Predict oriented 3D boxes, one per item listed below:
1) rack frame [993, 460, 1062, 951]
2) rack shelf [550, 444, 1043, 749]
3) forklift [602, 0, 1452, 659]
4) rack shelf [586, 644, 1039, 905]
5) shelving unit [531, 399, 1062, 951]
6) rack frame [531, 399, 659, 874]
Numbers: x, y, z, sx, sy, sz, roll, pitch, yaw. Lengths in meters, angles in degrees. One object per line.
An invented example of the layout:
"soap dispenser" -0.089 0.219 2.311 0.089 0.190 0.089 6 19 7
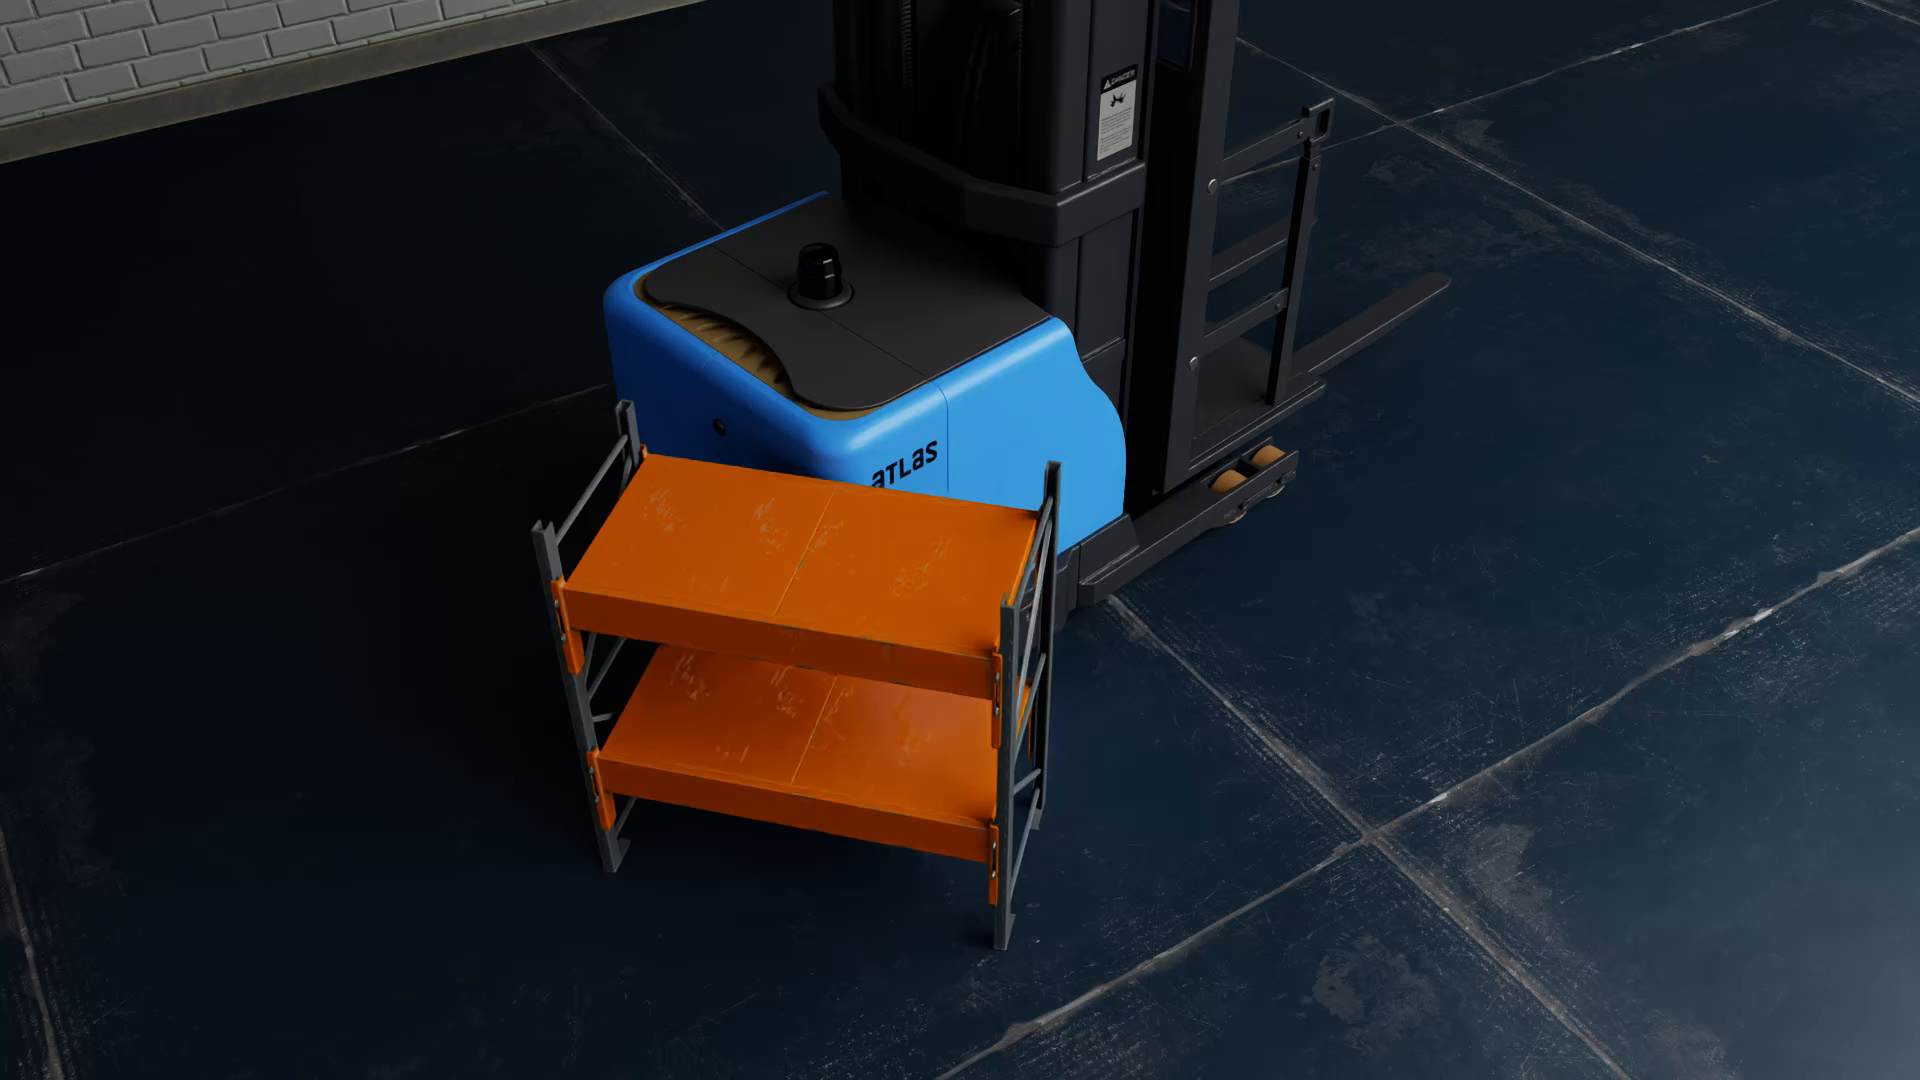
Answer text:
"rack frame" 0.154 0.412 3.877 0.032 1.125 0.500 9 41 10
"rack shelf" -0.341 0.111 3.781 1.000 0.278 0.538 9 41 10
"forklift" 0.456 -1.399 4.640 3.031 2.935 1.130 -31 49 -32
"rack shelf" -0.340 0.523 4.125 1.000 0.278 0.538 9 41 10
"shelving unit" -0.341 0.336 3.968 1.048 1.125 0.538 9 41 10
"rack frame" -0.835 0.260 4.059 0.032 1.125 0.500 9 41 10
